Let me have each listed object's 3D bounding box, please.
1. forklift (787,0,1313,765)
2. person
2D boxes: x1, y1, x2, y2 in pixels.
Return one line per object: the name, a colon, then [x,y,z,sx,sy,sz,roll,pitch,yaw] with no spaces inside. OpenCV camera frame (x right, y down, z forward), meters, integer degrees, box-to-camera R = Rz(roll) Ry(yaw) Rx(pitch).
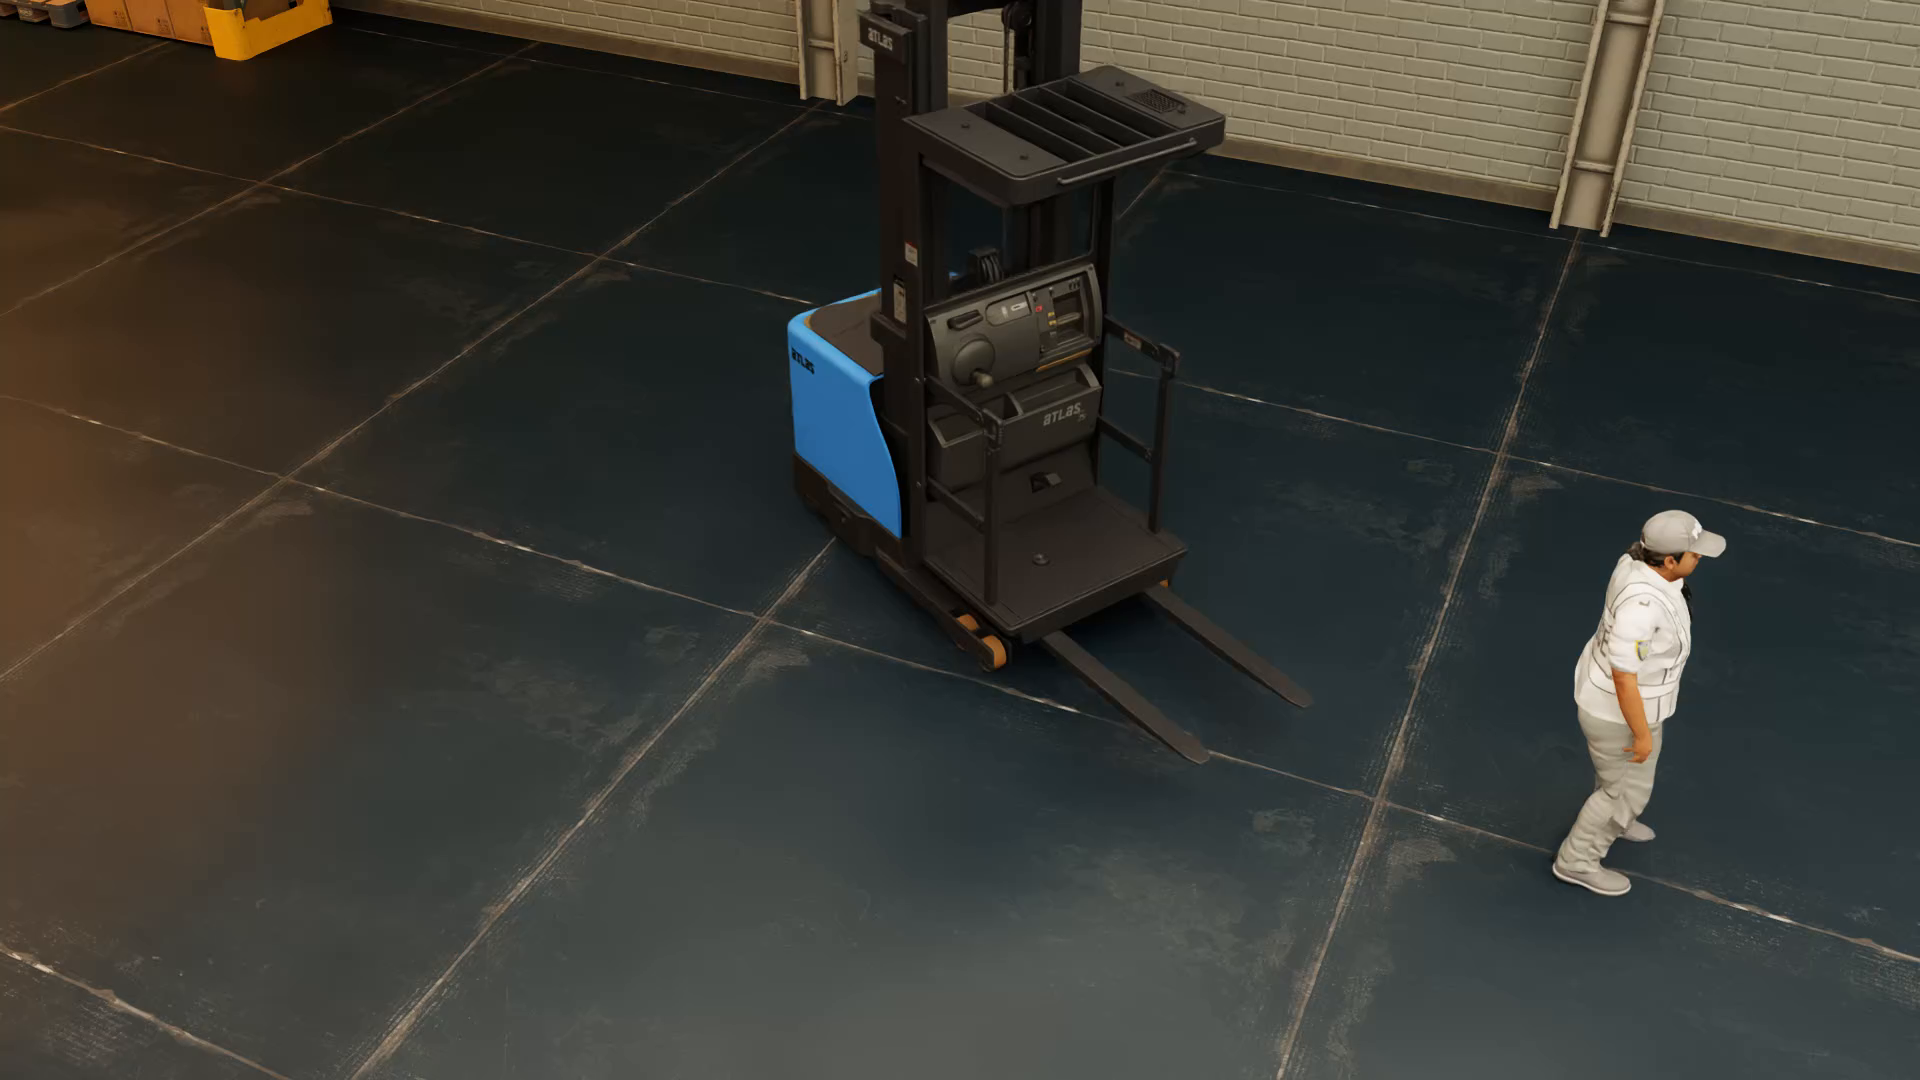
forklift: [0.383,-0.904,7.354,1.130,2.935,3.031,-23,41,-28]
person: [2.589,0.625,6.337,0.494,1.696,0.555,11,37,16]
